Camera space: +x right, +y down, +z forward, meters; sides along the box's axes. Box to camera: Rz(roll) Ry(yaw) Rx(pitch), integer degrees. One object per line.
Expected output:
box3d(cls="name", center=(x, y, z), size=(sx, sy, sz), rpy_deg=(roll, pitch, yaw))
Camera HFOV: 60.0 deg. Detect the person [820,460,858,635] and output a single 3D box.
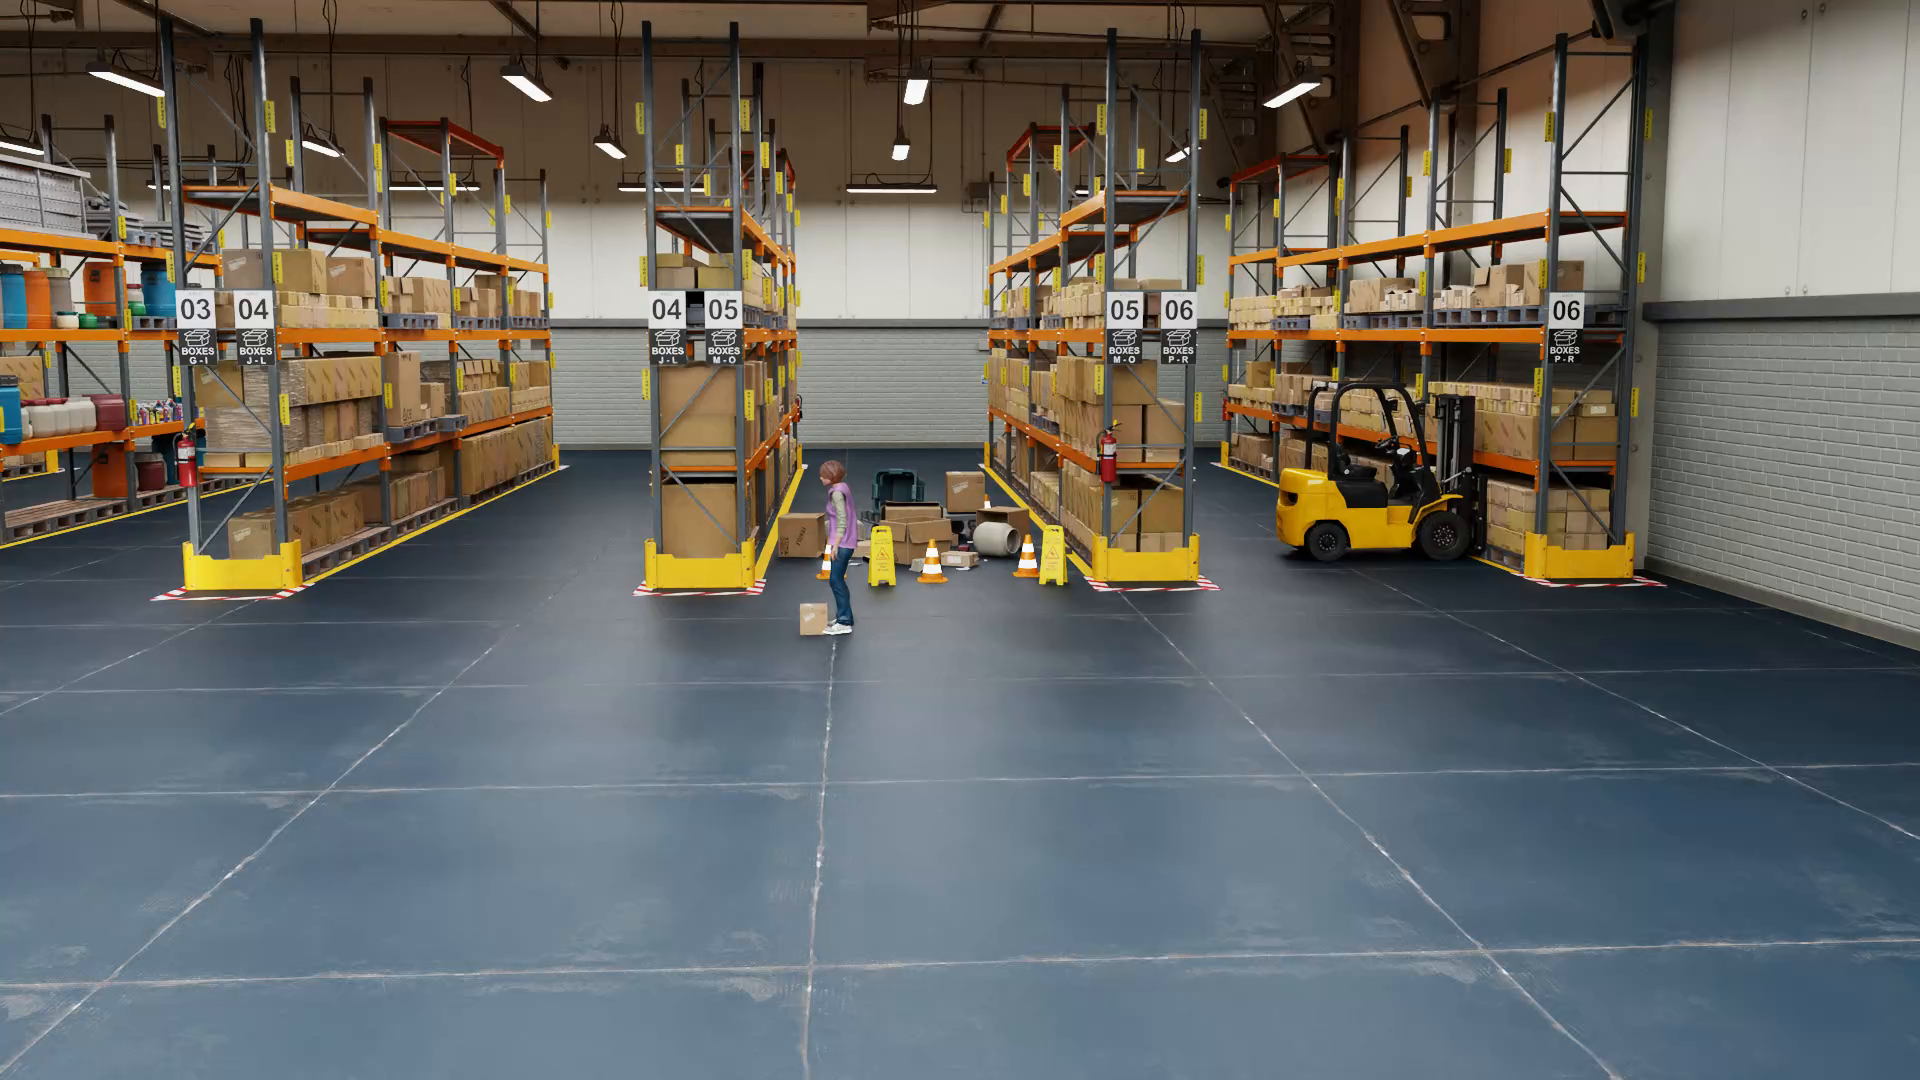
box3d(cls="person", center=(-1.110, 0.067, 15.310), size=(0.343, 1.582, 0.462), rpy_deg=(0, 7, -3))
